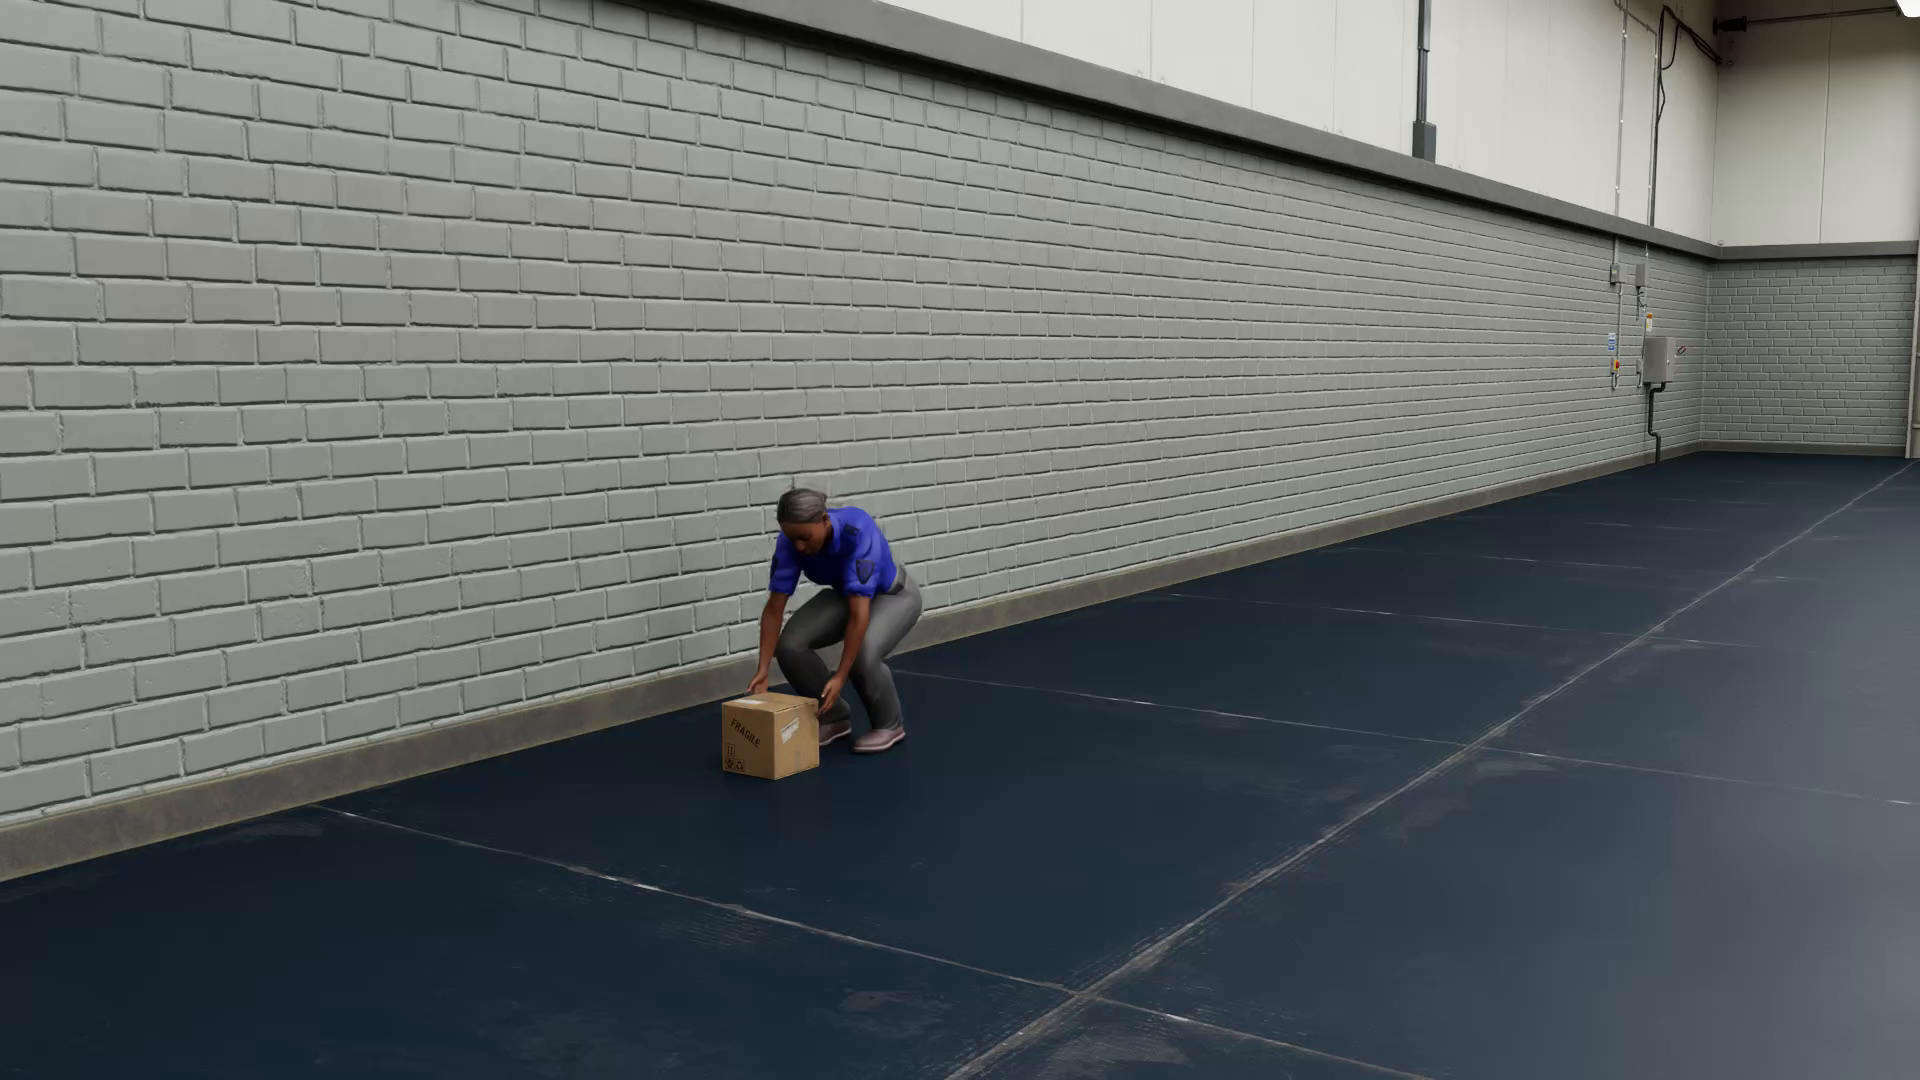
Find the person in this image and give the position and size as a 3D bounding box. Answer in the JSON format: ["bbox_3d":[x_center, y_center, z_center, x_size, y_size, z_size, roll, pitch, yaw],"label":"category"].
[{"bbox_3d":[-0.436,0.294,6.291,0.485,1.022,0.767,4,8,33],"label":"person"}]
